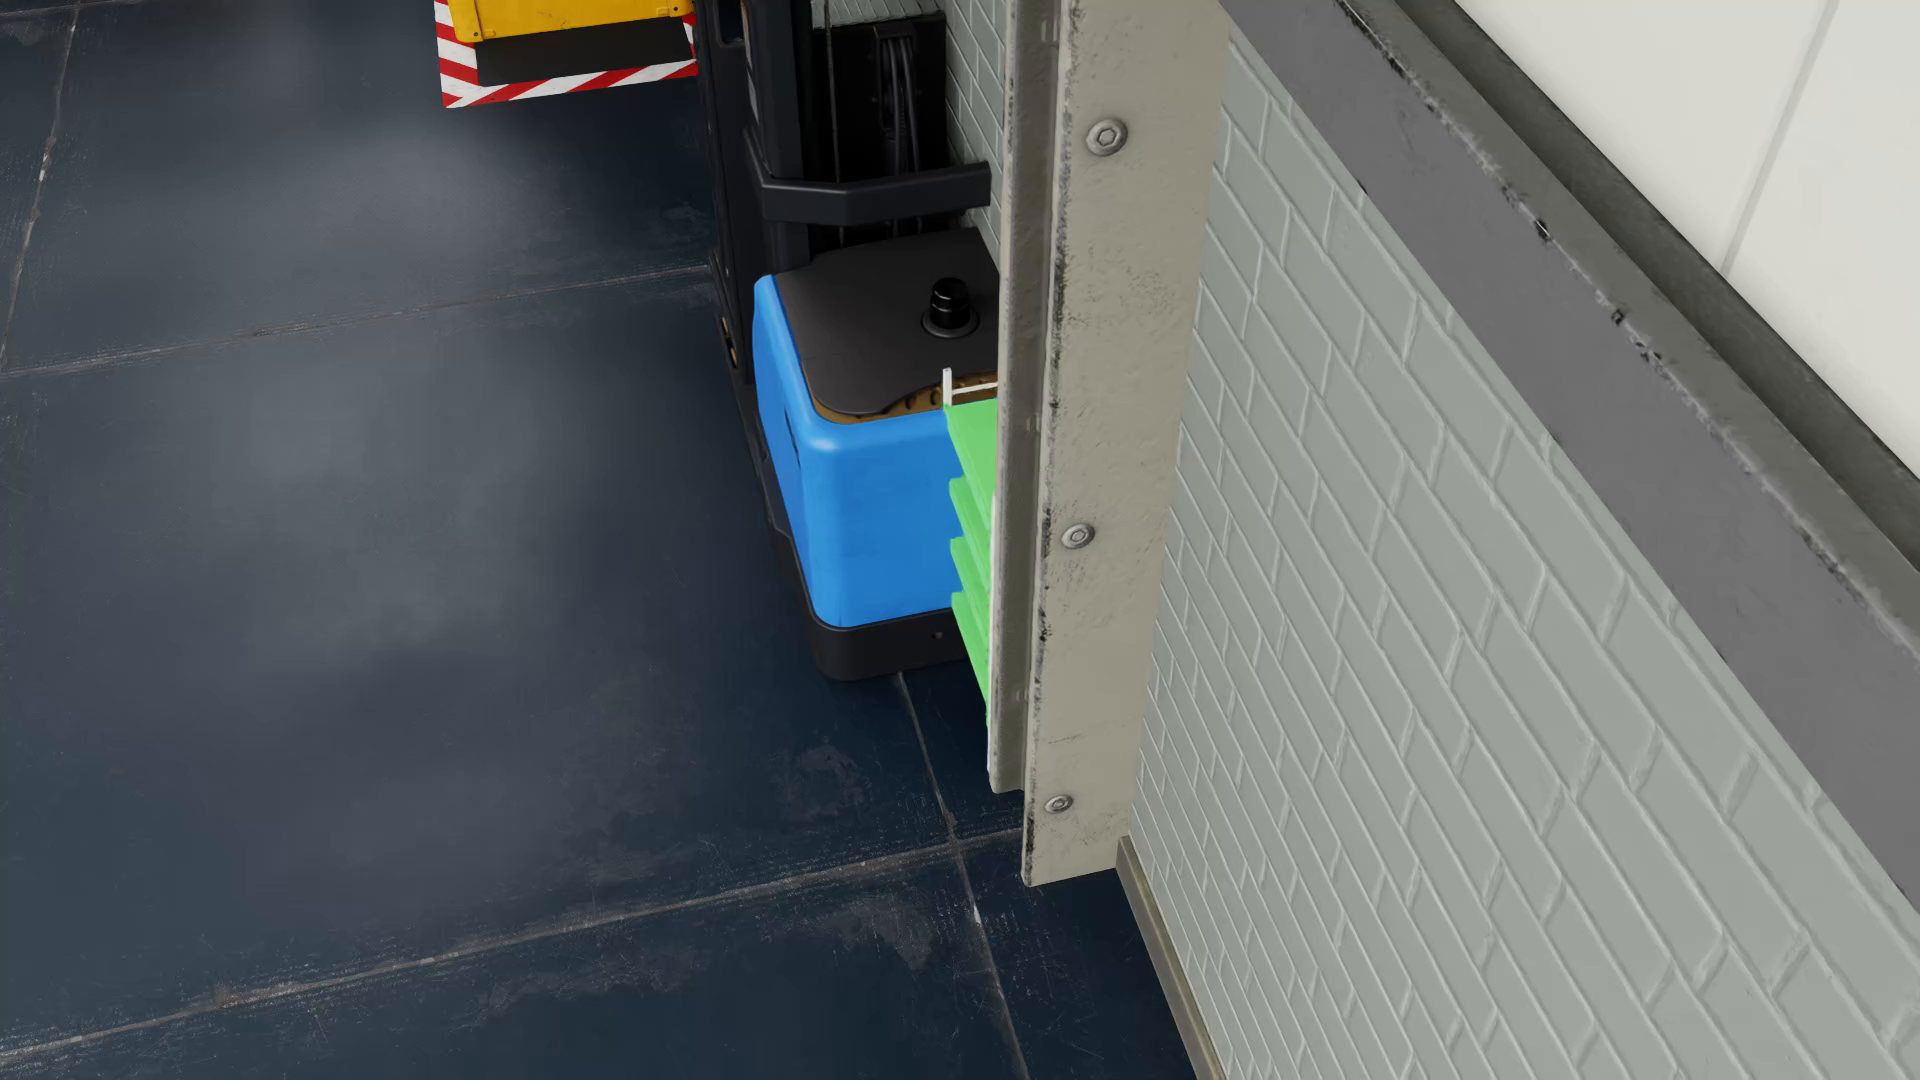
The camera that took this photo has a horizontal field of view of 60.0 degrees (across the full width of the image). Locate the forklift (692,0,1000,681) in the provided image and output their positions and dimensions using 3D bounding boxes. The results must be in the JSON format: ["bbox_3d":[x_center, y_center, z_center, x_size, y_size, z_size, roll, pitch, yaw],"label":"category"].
[{"bbox_3d":[-0.317,-1.657,5.322,1.130,2.935,3.031,-11,47,-10],"label":"forklift"}]

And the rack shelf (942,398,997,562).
[{"bbox_3d":[0.135,-0.184,4.498,0.258,0.148,0.480,-11,48,-10],"label":"rack shelf"}]

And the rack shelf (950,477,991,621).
[{"bbox_3d":[0.136,-0.020,4.673,0.258,0.148,0.480,-11,48,-10],"label":"rack shelf"}]

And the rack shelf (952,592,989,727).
[{"bbox_3d":[0.137,0.309,5.022,0.258,0.148,0.480,-11,48,-10],"label":"rack shelf"}]

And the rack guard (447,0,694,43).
[{"bbox_3d":[-1.936,-2.823,8.167,1.175,0.500,0.348,-11,47,-10],"label":"rack guard"}]

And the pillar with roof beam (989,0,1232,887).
[{"bbox_3d":[-3.875,-1.530,0.949,9.100,9.000,0.400,-11,47,-10],"label":"pillar with roof beam"}]

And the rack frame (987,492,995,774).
[{"bbox_3d":[0.199,0.273,4.640,0.240,1.200,0.015,-11,48,-10],"label":"rack frame"}]

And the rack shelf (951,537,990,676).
[{"bbox_3d":[0.136,0.145,4.848,0.258,0.148,0.480,-11,48,-10],"label":"rack shelf"}]

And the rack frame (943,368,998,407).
[{"bbox_3d":[0.073,-0.071,4.962,0.240,1.200,0.015,-11,48,-10],"label":"rack frame"}]

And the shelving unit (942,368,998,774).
[{"bbox_3d":[0.136,0.101,4.801,0.258,1.200,0.503,-11,48,-10],"label":"shelving unit"}]
